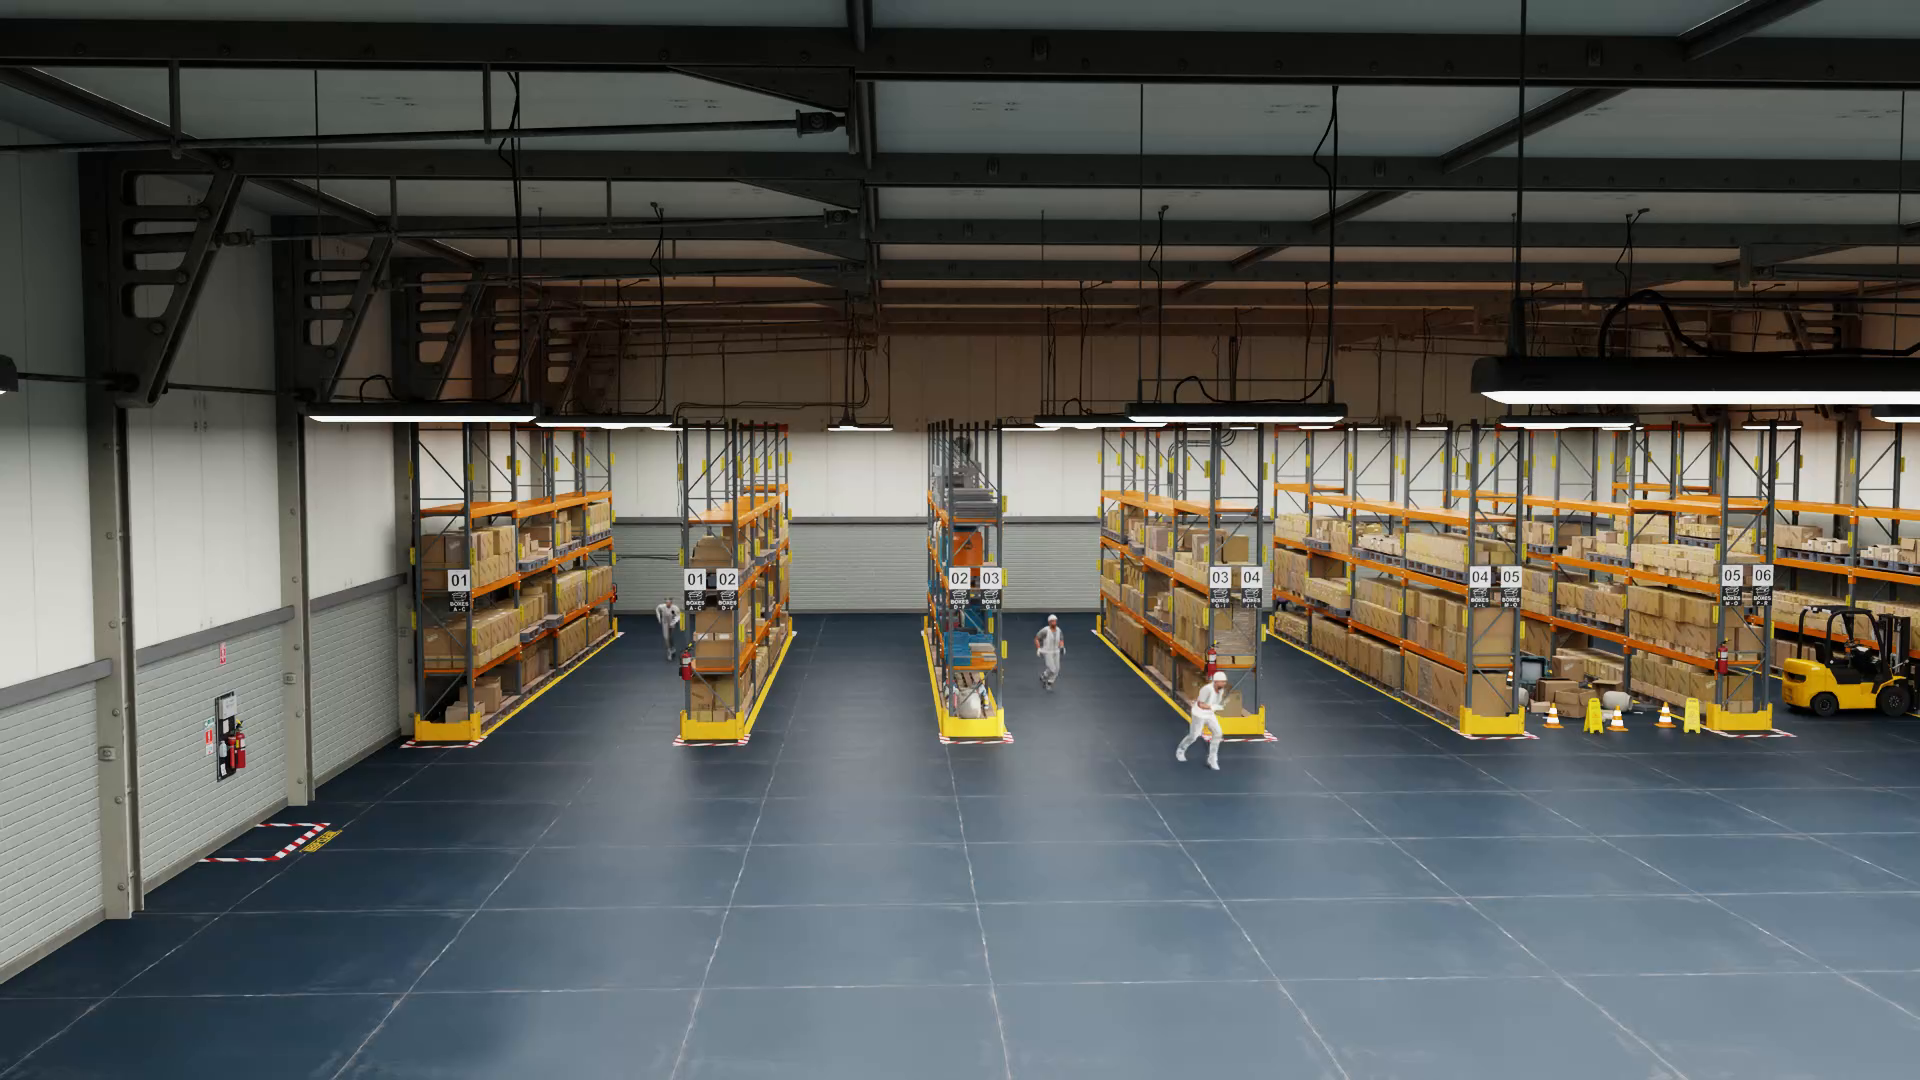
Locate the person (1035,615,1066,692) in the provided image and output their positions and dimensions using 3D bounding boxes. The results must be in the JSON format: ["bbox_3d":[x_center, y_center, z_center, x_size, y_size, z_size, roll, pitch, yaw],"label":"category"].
[{"bbox_3d":[2.019,2.510,36.604,0.670,1.732,0.632,-2,4,-29],"label":"person"}]

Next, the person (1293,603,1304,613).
[{"bbox_3d":[10.006,1.825,48.846,0.489,1.557,0.617,3,4,35],"label":"person"}]

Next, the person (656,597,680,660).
[{"bbox_3d":[-7.415,2.231,42.481,0.655,1.628,0.979,0,4,-1],"label":"person"}]

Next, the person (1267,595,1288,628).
[{"bbox_3d":[9.484,1.802,48.847,0.809,1.617,0.552,-1,4,-21],"label":"person"}]

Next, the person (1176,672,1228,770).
[{"bbox_3d":[4.163,3.085,28.555,1.025,1.723,0.730,3,5,41],"label":"person"}]
